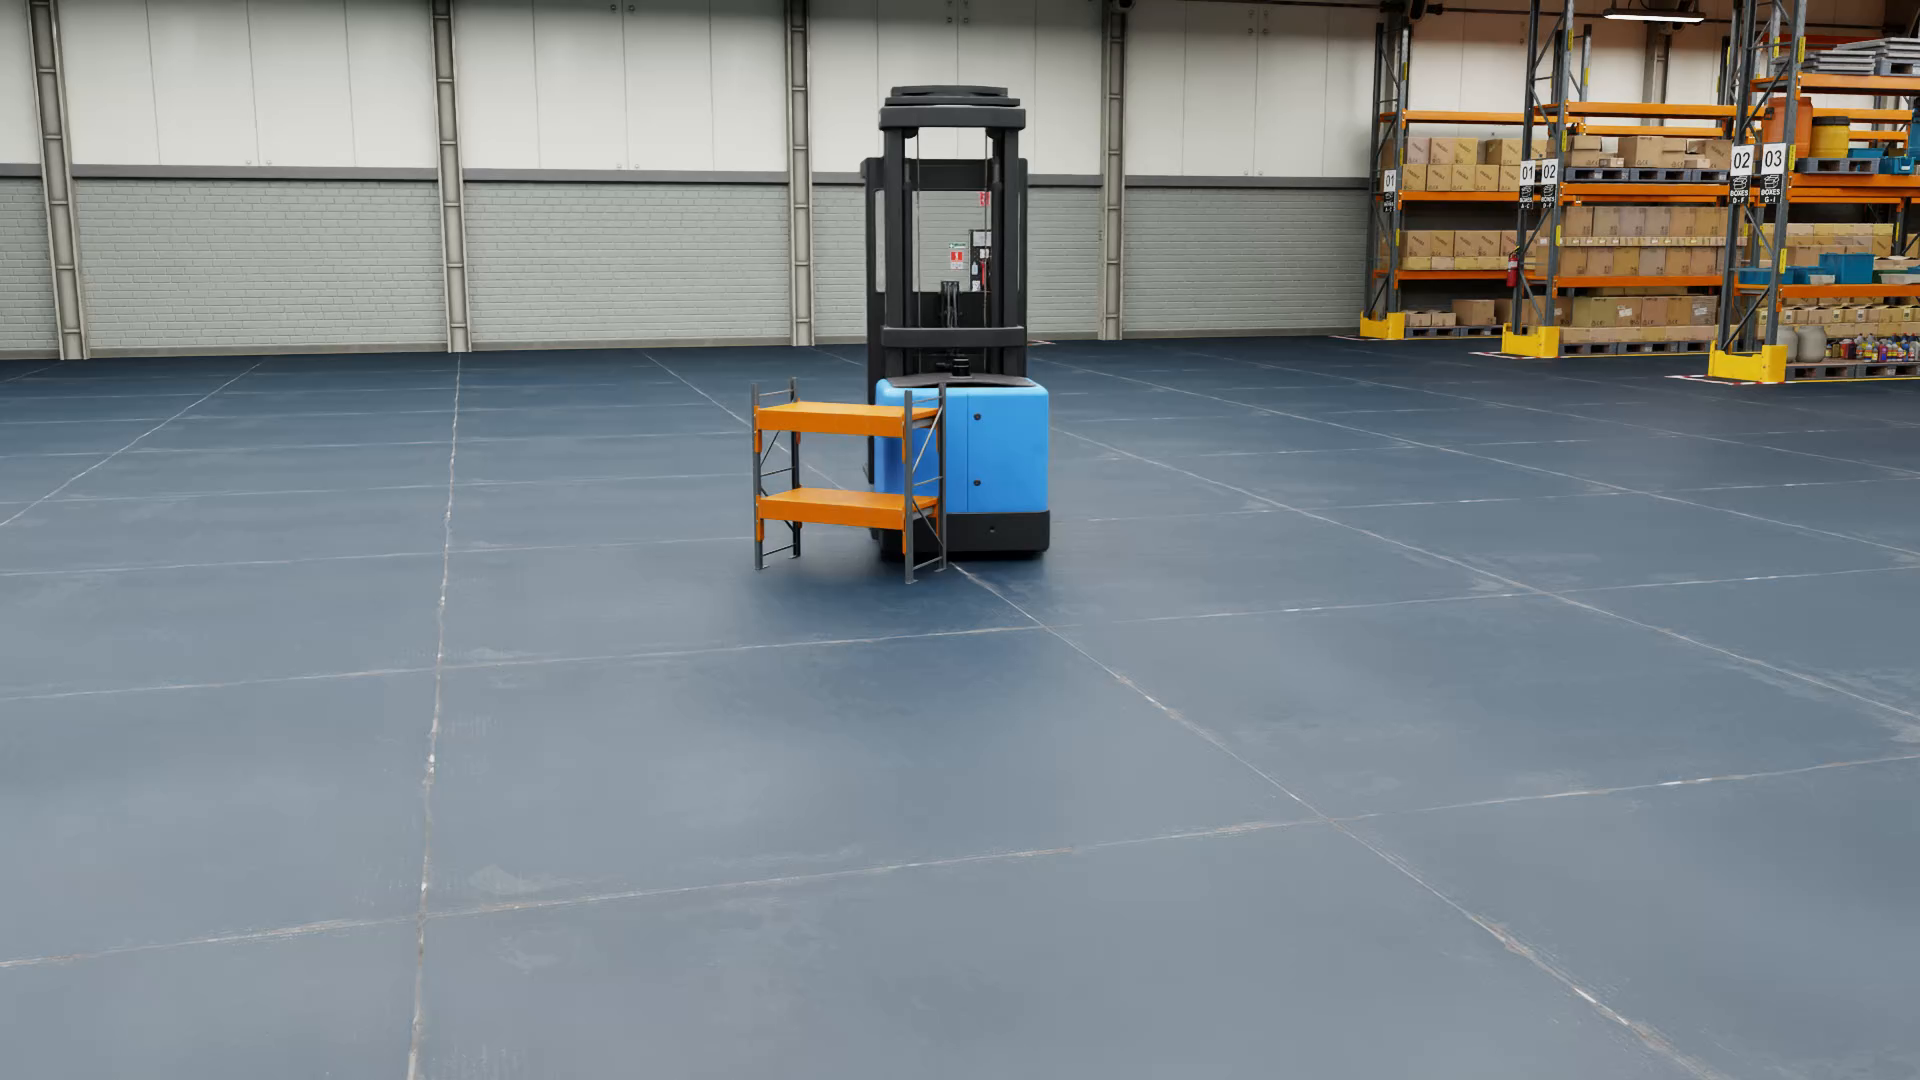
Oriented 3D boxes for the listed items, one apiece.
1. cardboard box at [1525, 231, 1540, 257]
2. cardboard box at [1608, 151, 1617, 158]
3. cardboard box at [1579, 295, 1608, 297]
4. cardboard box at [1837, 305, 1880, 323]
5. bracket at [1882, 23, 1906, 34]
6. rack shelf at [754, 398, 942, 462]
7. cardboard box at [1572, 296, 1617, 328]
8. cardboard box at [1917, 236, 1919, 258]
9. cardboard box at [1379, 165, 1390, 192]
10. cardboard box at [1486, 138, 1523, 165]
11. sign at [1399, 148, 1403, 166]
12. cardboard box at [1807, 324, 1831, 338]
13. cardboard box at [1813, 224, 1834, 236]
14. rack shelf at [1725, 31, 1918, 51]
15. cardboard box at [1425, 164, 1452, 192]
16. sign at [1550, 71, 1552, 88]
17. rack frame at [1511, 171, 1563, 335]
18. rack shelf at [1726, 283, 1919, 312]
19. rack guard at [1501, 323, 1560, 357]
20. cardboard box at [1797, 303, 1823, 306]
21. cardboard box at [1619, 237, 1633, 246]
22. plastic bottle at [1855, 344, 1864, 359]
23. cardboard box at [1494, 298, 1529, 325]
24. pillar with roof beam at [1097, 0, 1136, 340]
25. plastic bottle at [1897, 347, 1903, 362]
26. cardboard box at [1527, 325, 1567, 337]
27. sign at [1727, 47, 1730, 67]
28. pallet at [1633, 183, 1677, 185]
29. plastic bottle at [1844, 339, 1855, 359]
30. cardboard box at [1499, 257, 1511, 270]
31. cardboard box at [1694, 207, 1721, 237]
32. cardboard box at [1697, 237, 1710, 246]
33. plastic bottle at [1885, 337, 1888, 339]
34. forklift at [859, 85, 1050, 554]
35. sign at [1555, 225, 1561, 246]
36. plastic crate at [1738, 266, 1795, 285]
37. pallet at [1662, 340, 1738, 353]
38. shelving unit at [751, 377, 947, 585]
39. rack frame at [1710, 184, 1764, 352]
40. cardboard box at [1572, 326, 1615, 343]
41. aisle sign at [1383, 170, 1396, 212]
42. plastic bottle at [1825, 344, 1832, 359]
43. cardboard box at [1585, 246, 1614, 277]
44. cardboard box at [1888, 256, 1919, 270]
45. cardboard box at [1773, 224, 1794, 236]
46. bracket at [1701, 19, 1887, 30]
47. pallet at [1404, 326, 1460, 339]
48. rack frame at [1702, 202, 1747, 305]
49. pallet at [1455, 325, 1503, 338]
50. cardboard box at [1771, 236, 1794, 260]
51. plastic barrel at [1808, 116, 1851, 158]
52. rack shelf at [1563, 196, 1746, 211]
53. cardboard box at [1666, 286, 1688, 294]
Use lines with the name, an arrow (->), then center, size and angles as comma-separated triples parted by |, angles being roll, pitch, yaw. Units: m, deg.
cardboard box -> 11.208, -5.859, 32.873 | 0.500, 0.500, 0.500 | -3, 11, -16
cardboard box -> 11.167, -6.433, 28.121 | 0.500, 0.311, 0.500 | -2, 11, -9
cardboard box -> 10.989, -3.949, 28.577 | 0.500, 0.500, 0.500 | -3, 11, -16
cardboard box -> 15.865, -4.007, 29.415 | 0.500, 0.311, 0.500 | -3, 11, -16
bracket -> 19.865, -10.886, 35.383 | 0.430, 0.232, 0.235 | -3, 11, -16
rack shelf -> -0.662, -0.663, 9.926 | 1.000, 0.278, 0.538 | 5, 11, 24
cardboard box -> 10.657, -3.831, 27.937 | 0.500, 0.500, 0.500 | -3, 11, -16
cardboard box -> 17.855, -5.306, 30.149 | 0.500, 0.500, 0.700 | -7, 13, -35
cardboard box -> 8.542, -7.054, 32.465 | 0.500, 0.500, 0.500 | -2, 11, -12
cardboard box -> 10.626, -7.553, 32.413 | 0.500, 0.500, 0.500 | -3, 11, -18
sign -> 8.364, -7.266, 31.531 | 0.005, 0.325, 0.100 | -3, 11, -16
cardboard box -> 14.886, -3.681, 29.189 | 0.500, 0.250, 0.500 | -3, 11, -18
cardboard box -> 17.885, -6.492, 34.804 | 0.500, 0.250, 0.500 | -3, 11, -17
rack shelf -> 17.814, -10.192, 34.364 | 4.000, 0.370, 1.077 | -3, 11, -16
cardboard box -> 9.129, -6.984, 32.081 | 0.500, 0.500, 0.500 | -2, 11, -12
sign -> 11.892, -9.241, 33.374 | 0.005, 0.325, 0.100 | -3, 11, -16
rack frame -> 9.601, -4.594, 27.717 | 0.127, 3.000, 1.000 | -3, 11, -16
rack shelf -> 12.902, -3.480, 23.654 | 4.000, 0.370, 1.077 | -3, 11, -16
rack guard -> 9.578, -3.364, 27.937 | 0.348, 0.500, 1.175 | -3, 11, -16
cardboard box -> 15.211, -4.074, 29.777 | 0.500, 0.311, 0.500 | -3, 11, -17
cardboard box -> 11.028, -4.997, 27.839 | 0.250, 0.149, 0.380 | -3, 11, -18
plastic bottle -> 13.058, -2.736, 24.140 | 0.097, 0.201, 0.097 | 0, 10, 0
cardboard box -> 11.068, -4.585, 33.357 | 0.500, 0.500, 0.500 | -4, 11, -20
pillar with roof beam -> 4.085, -7.539, 27.145 | 0.548, 9.000, 9.100 | -3, 11, -16
plastic bottle -> 13.330, -2.638, 23.605 | 0.097, 0.201, 0.097 | 0, 10, 0
cardboard box -> 10.033, -3.527, 28.354 | 0.500, 0.250, 0.500 | -3, 11, -16
sign -> 13.278, -8.339, 28.691 | 0.005, 0.325, 0.100 | -3, 11, -16
pallet -> 13.671, -7.106, 33.596 | 1.003, 0.211, 1.213 | -3, 11, -16
plastic bottle -> 12.902, -2.772, 24.107 | 0.133, 0.283, 0.061 | -3, 11, -16
cardboard box -> 10.724, -5.465, 32.807 | 0.500, 0.250, 0.500 | -3, 11, -16
cardboard box -> 12.532, -5.434, 28.422 | 0.500, 0.500, 0.700 | -3, 11, -16
cardboard box -> 12.500, -5.074, 28.258 | 0.250, 0.149, 0.380 | -3, 11, -16
plastic bottle -> 13.580, -2.836, 24.456 | 0.133, 0.283, 0.061 | -3, 11, -13
forklift -> -0.119, -1.573, 11.497 | 1.130, 2.935, 3.031 | -1, 10, -6
sign -> 9.750, -4.962, 27.106 | 0.005, 0.325, 0.100 | -3, 11, -16
plastic crate -> 11.379, -3.737, 23.472 | 0.616, 0.251, 0.499 | -3, 11, -16
pallet -> 12.666, -3.392, 28.890 | 1.213, 0.211, 1.003 | -3, 11, -16
shelving unit -> -0.662, -0.375, 9.979 | 1.048, 1.125, 0.538 | 5, 11, 24
rack frame -> 13.441, -4.797, 28.817 | 0.127, 3.000, 1.000 | -3, 11, -16
cardboard box -> 10.657, -3.463, 28.006 | 0.500, 0.250, 0.500 | -3, 11, -16
aisle sign -> 8.227, -6.678, 31.855 | 0.004, 0.787, 0.394 | -3, 11, -16
plastic bottle -> 12.622, -2.742, 24.171 | 0.097, 0.201, 0.097 | 0, 10, 0
cardboard box -> 10.555, -4.692, 27.973 | 0.500, 0.500, 0.700 | -3, 11, -14
cardboard box -> 16.920, -4.944, 29.866 | 0.500, 0.311, 0.500 | -2, 11, -12
cardboard box -> 16.918, -6.440, 34.517 | 0.500, 0.250, 0.500 | -3, 11, -17
bracket -> 17.375, -10.755, 34.670 | 4.783, 0.066, 0.076 | -3, 11, -16
pallet -> 9.075, -4.123, 32.857 | 1.213, 0.211, 1.003 | -3, 11, -16
rack frame -> 15.894, -5.860, 34.593 | 0.127, 3.000, 1.000 | -3, 11, -16
pallet -> 10.245, -4.184, 33.189 | 1.213, 0.211, 1.003 | -3, 11, -16
cardboard box -> 16.937, -6.070, 34.582 | 0.500, 0.500, 0.500 | -3, 11, -14
plastic barrel -> 12.041, -5.587, 23.145 | 0.600, 0.588, 0.600 | 0, 10, 0
rack shelf -> 13.973, -6.880, 33.837 | 4.000, 0.370, 1.077 | -3, 11, -16
cardboard box -> 14.652, -5.152, 34.367 | 0.500, 0.250, 0.500 | -3, 11, -15
